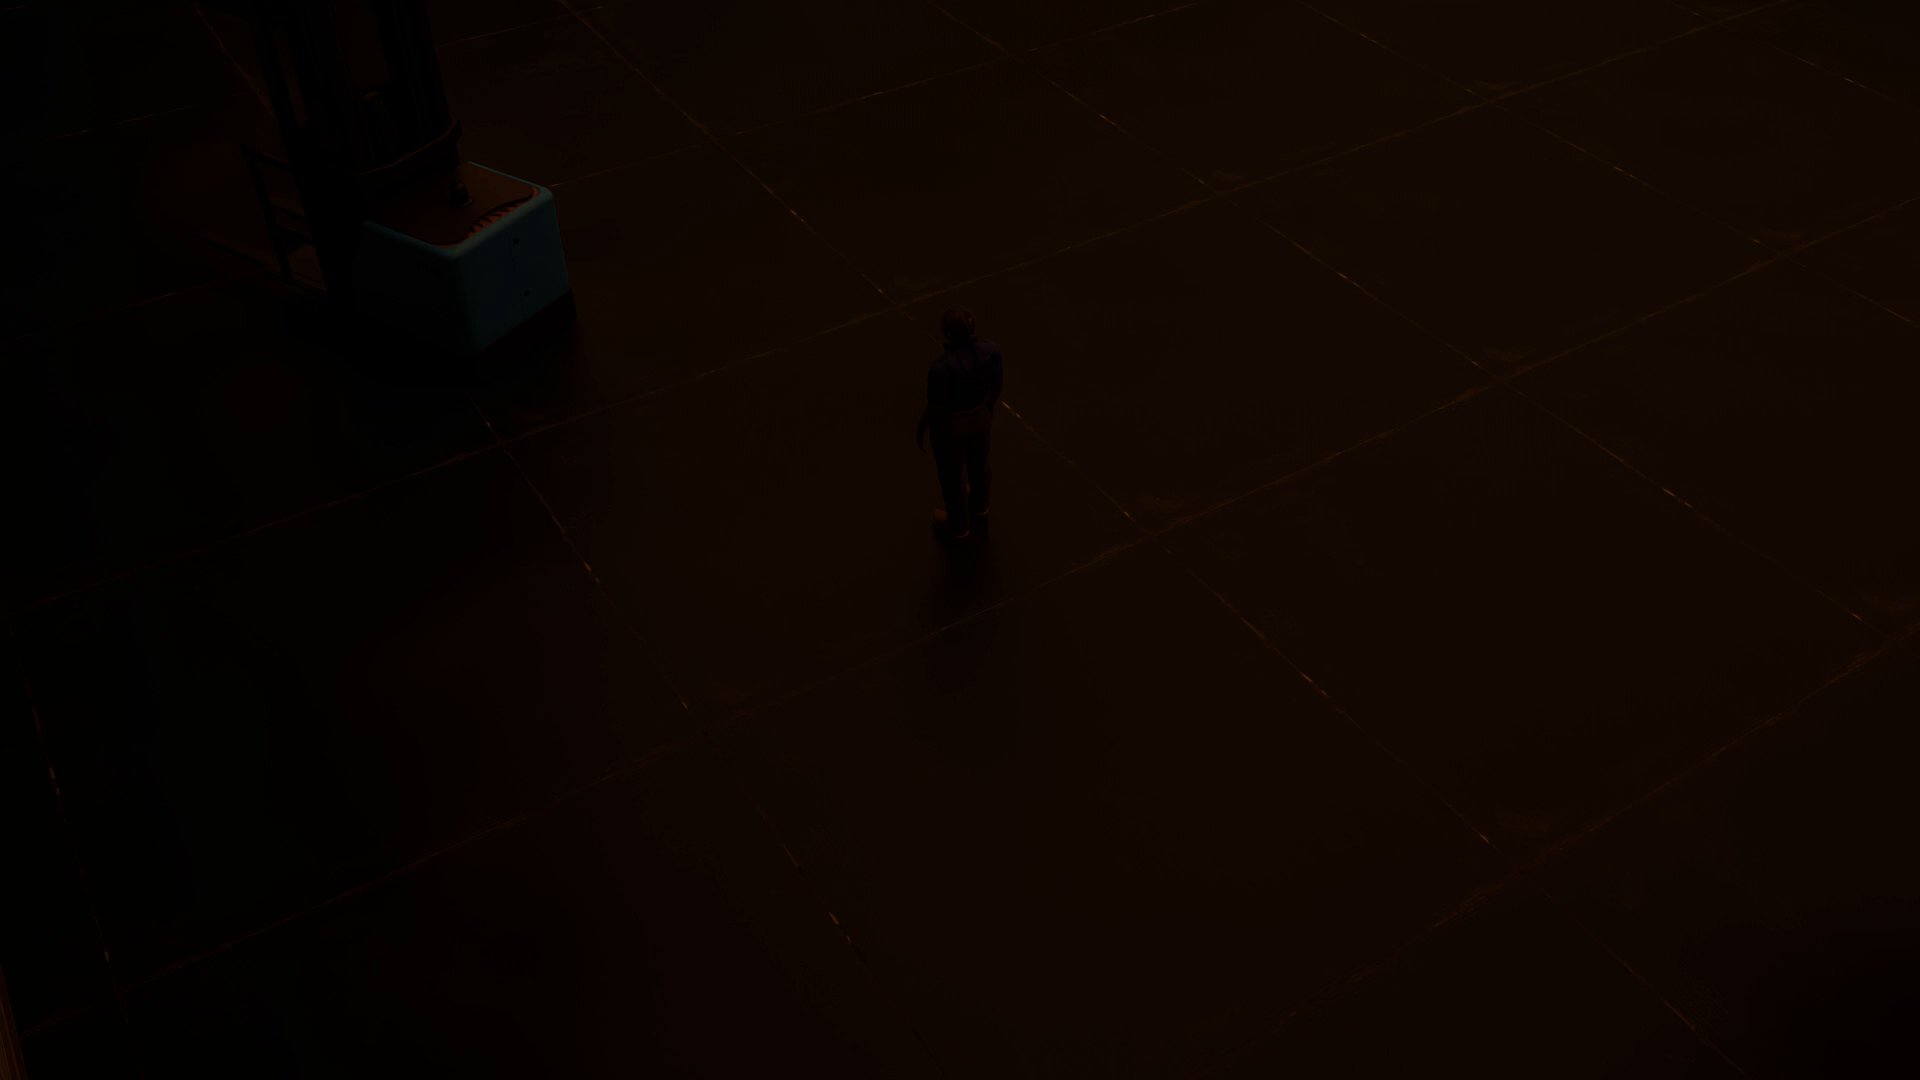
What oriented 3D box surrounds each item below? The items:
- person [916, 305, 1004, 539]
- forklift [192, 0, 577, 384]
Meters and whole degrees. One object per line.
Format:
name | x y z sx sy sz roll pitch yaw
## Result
person | -0.030 -0.714 9.587 0.569 1.654 0.504 -23 46 -24
forklift | -4.245 -2.888 11.176 3.031 2.935 1.130 22 46 23
